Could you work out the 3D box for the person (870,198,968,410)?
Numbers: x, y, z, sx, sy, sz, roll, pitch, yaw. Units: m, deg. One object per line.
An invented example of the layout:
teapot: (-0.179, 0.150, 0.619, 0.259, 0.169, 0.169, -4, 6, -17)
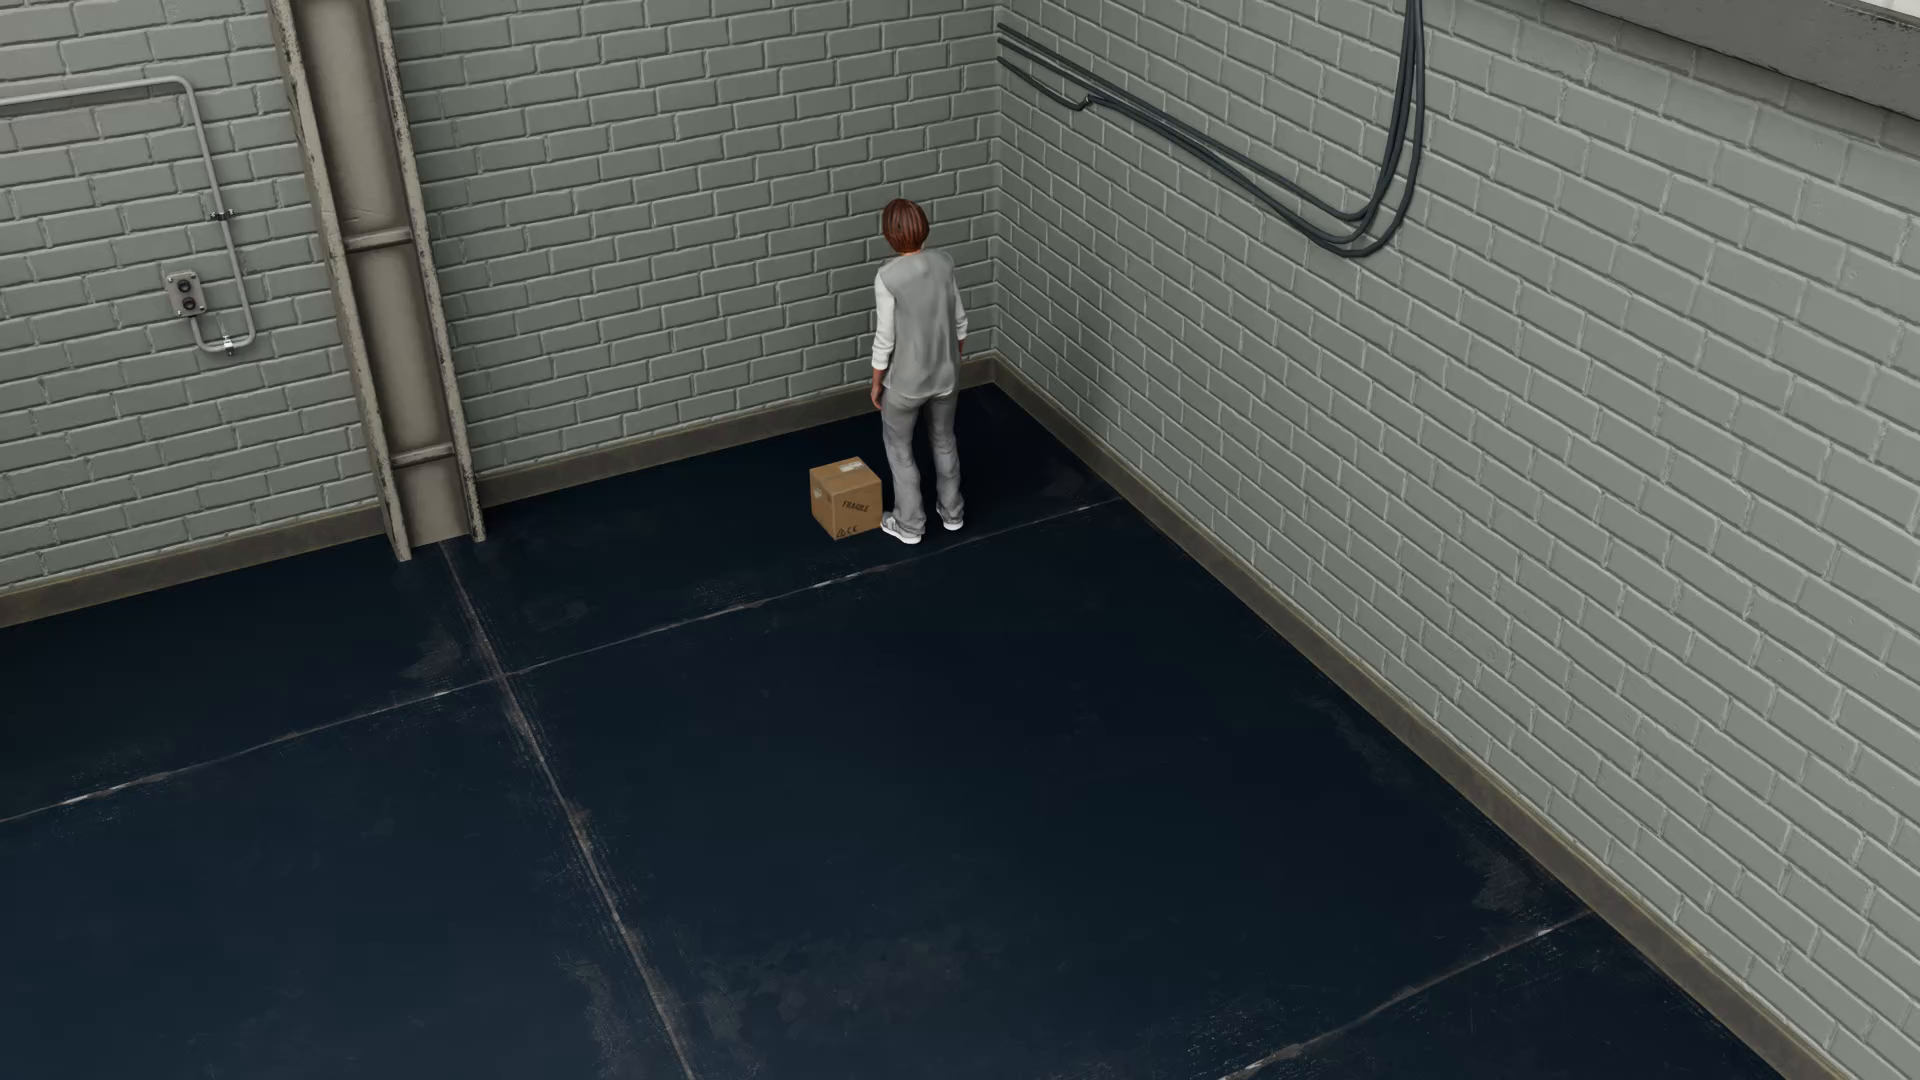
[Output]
person: (-0.190, -0.991, 7.035, 0.458, 0.914, 0.330, -18, 38, -25)
